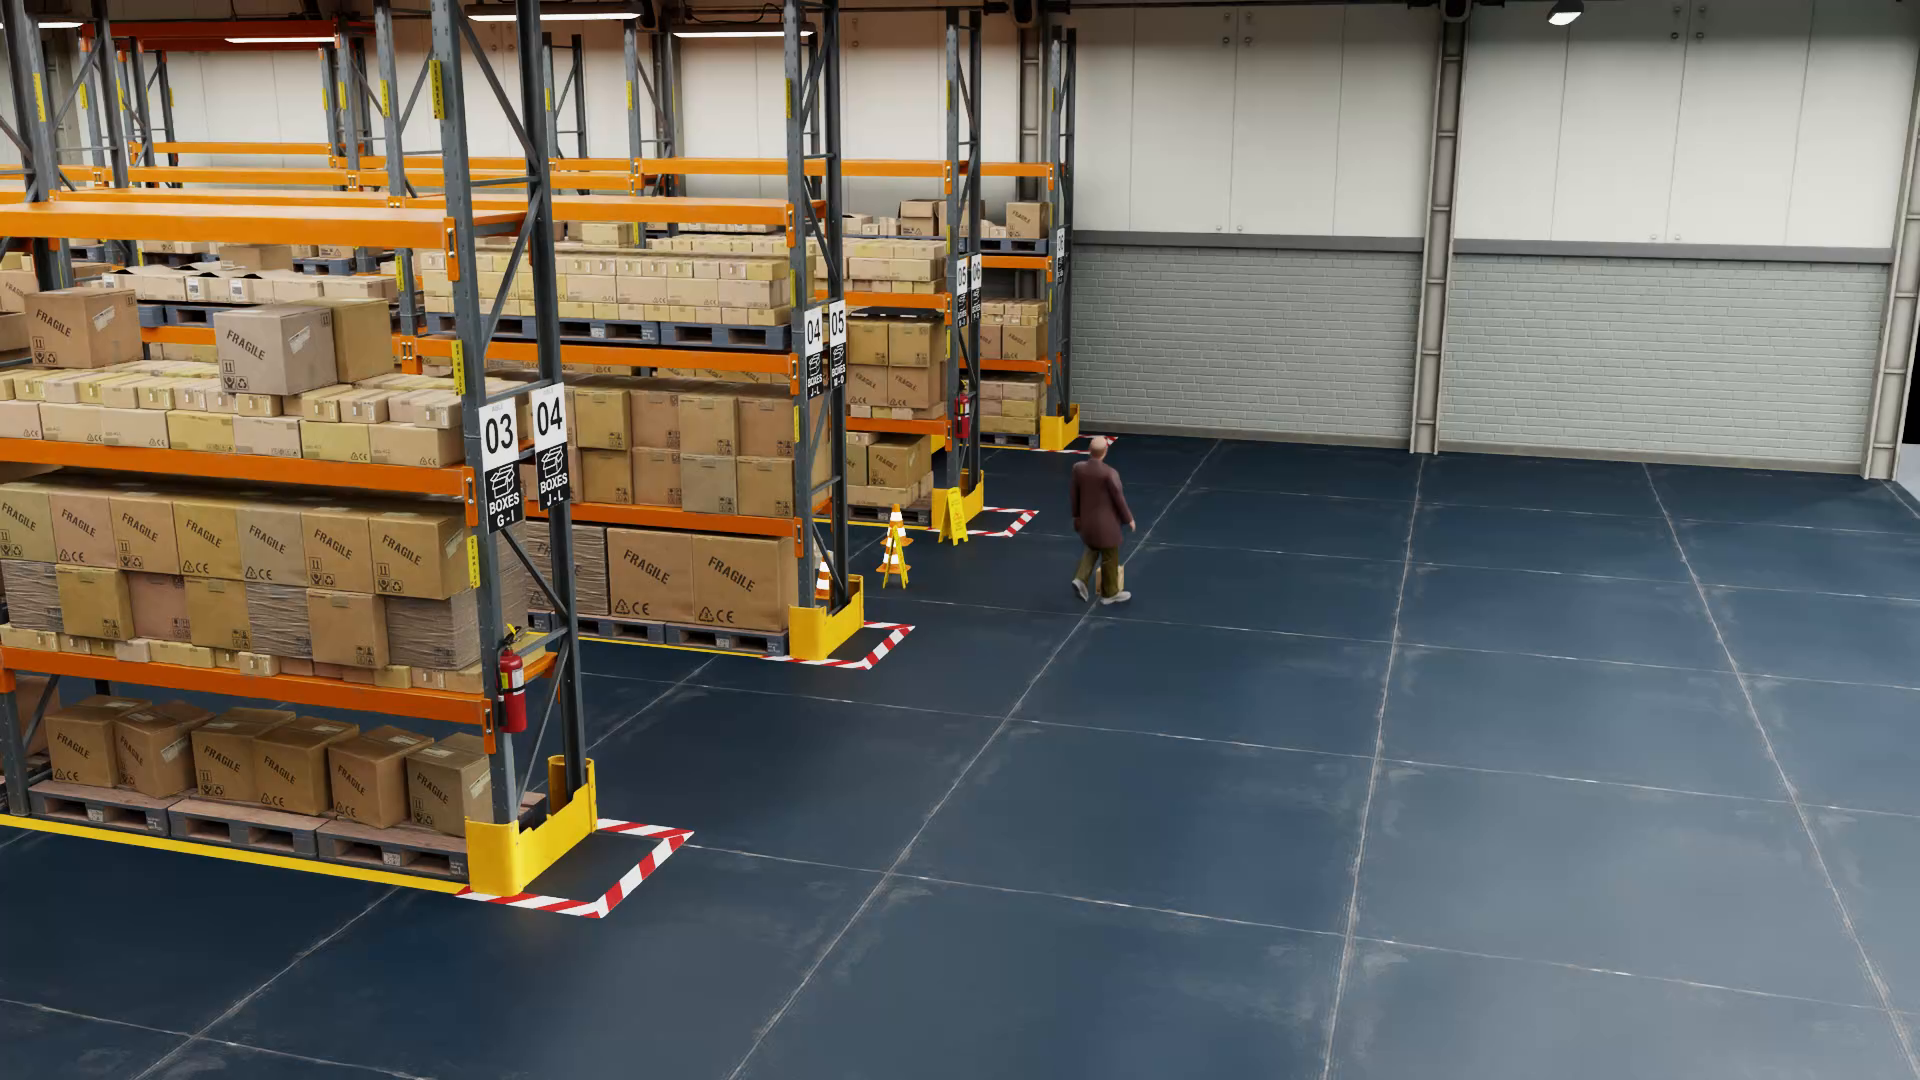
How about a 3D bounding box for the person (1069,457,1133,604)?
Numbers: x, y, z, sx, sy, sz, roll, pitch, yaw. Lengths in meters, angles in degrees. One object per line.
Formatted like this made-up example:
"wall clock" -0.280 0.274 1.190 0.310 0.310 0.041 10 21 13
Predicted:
"person" 1.440 -0.104 16.815 0.654 1.559 0.722 12 19 39
